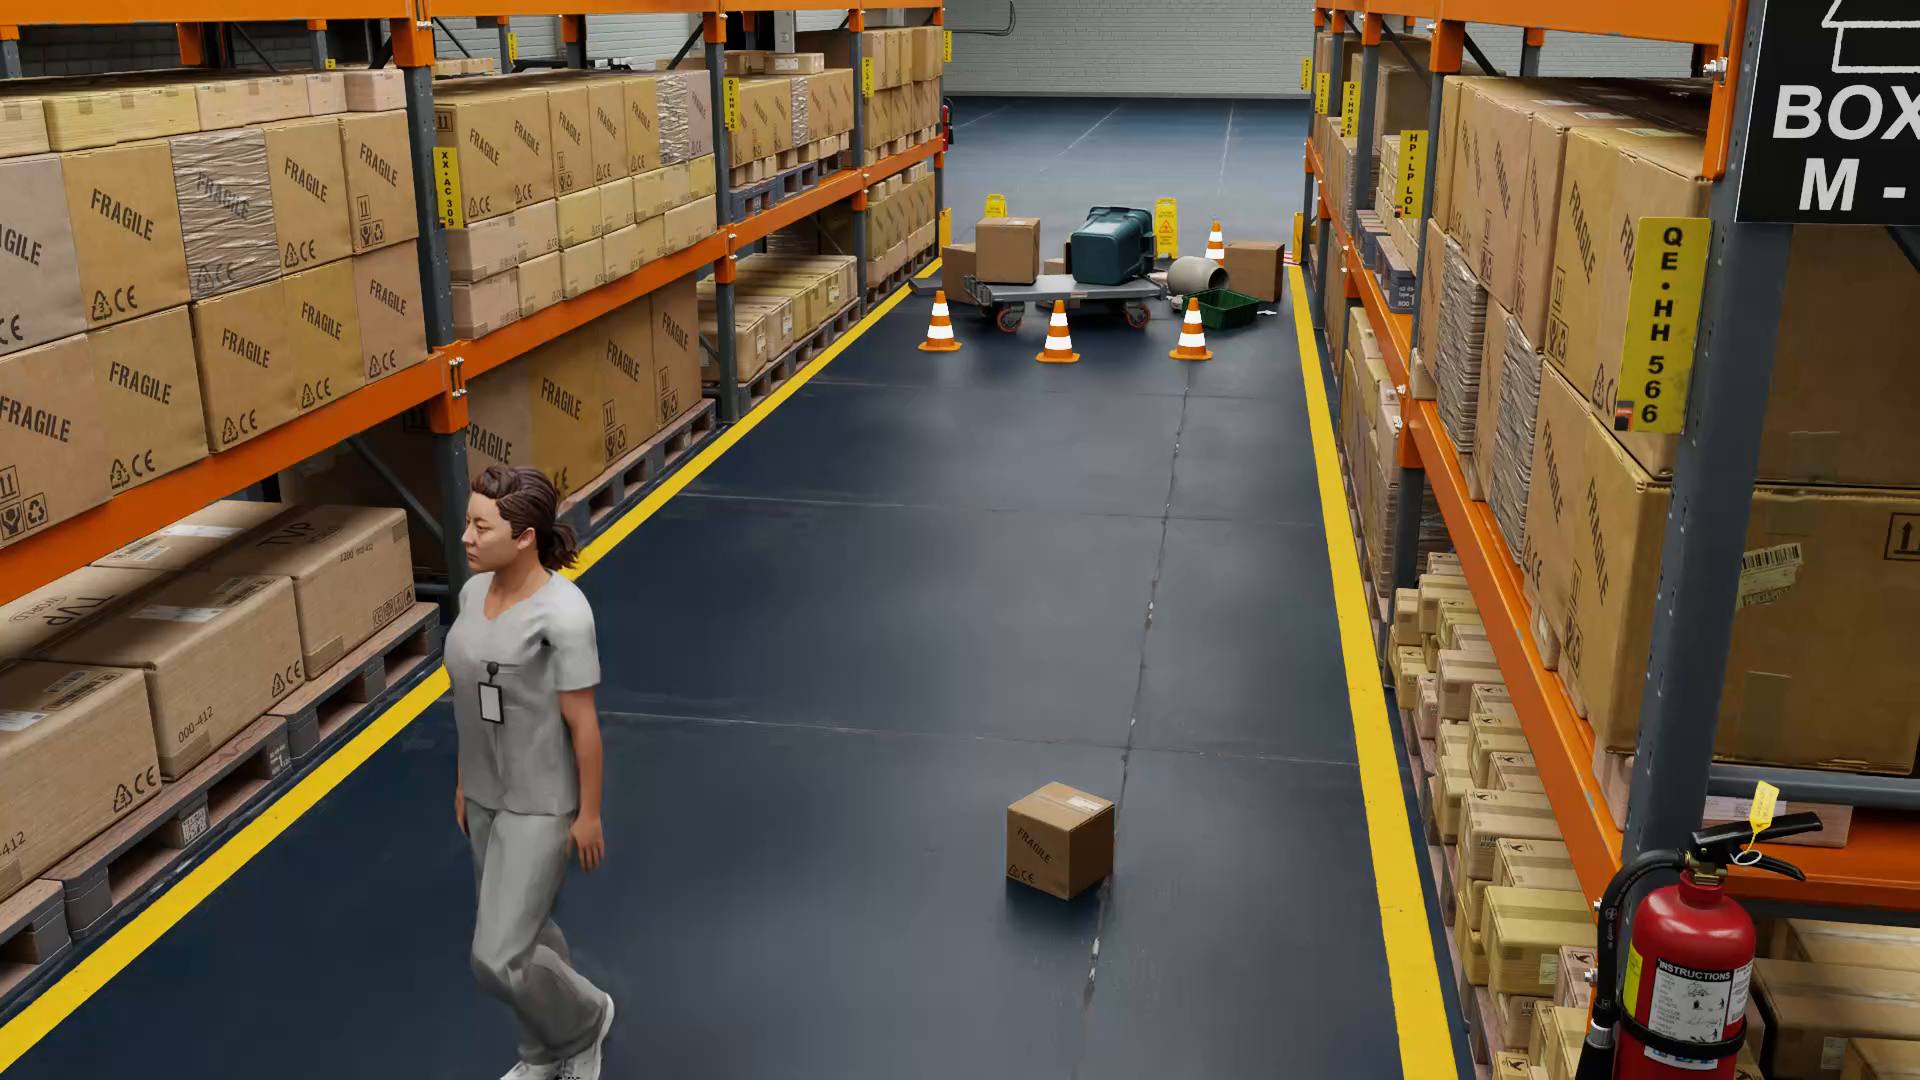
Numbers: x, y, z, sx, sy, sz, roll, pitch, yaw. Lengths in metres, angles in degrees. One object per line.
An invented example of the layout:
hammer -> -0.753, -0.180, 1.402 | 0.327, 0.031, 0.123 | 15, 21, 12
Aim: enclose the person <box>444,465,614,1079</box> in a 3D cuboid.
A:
person -> -1.077, 0.639, 4.007 | 0.460, 1.666, 0.460 | 14, 23, 37
